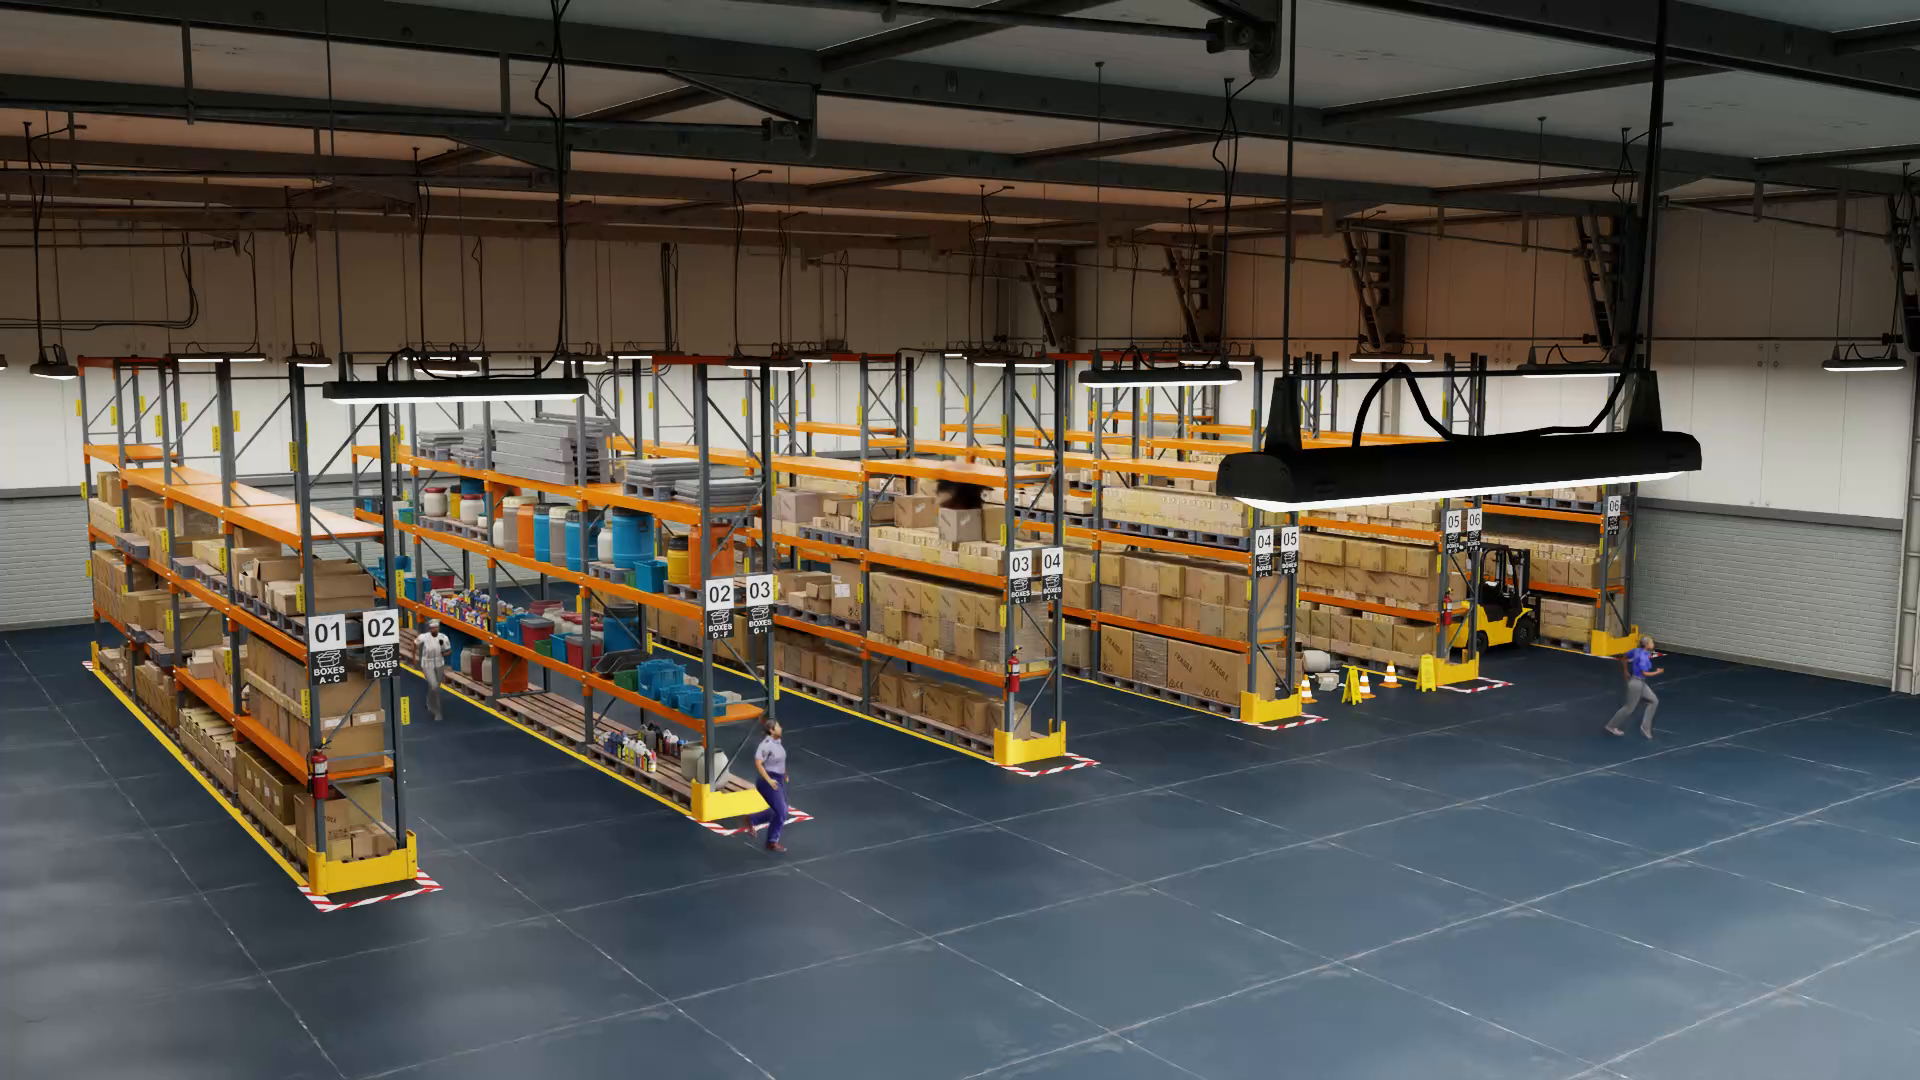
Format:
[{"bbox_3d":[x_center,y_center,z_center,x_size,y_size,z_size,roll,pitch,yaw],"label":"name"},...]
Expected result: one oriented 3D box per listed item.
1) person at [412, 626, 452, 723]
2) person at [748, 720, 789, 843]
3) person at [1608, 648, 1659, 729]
[{"bbox_3d":[-8.808,2.163,27.781,0.599,1.698,0.848,-4,8,-31],"label":"person"},{"bbox_3d":[-2.383,2.997,20.799,0.554,1.504,0.642,1,7,11],"label":"person"},{"bbox_3d":[10.671,2.349,26.299,0.749,1.322,0.547,2,7,17],"label":"person"}]
